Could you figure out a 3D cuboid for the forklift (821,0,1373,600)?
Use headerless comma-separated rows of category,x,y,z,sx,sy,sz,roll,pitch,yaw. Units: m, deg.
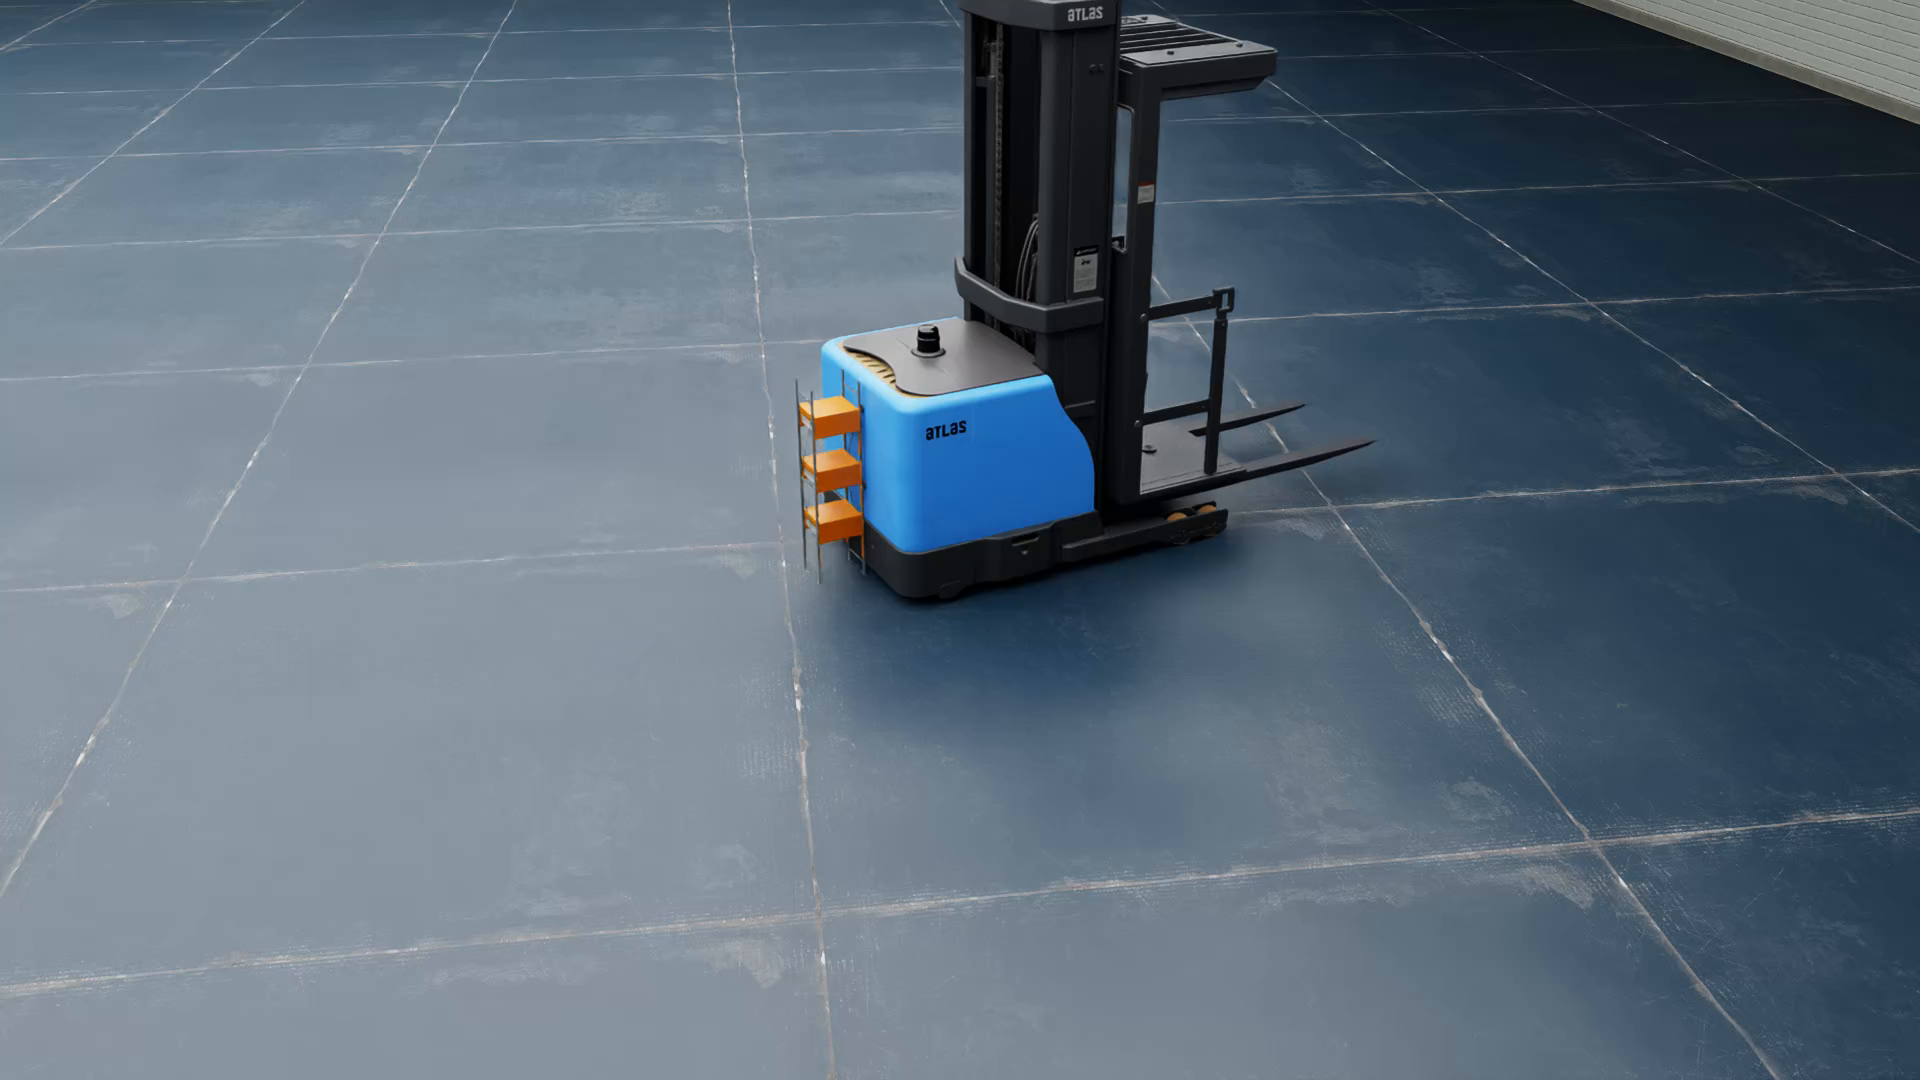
forklift,0.834,-1.476,8.416,3.031,2.935,1.130,-14,30,-25

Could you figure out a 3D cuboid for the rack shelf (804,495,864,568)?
rack shelf,-0.634,-0.043,8.317,0.240,0.259,0.215,-14,30,-25

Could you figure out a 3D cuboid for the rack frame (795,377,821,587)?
rack frame,-0.742,-0.274,8.134,0.008,1.050,0.200,-14,30,-25

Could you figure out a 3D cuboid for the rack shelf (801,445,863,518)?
rack shelf,-0.634,-0.291,8.190,0.240,0.259,0.215,-14,30,-25

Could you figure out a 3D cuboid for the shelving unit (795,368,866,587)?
shelving unit,-0.634,-0.300,8.185,0.252,1.050,0.215,-14,30,-25

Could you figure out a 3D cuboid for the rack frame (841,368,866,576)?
rack frame,-0.526,-0.326,8.236,0.008,1.050,0.200,-14,30,-25

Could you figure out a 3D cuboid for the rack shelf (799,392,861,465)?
rack shelf,-0.634,-0.543,8.060,0.240,0.259,0.215,-14,30,-25
